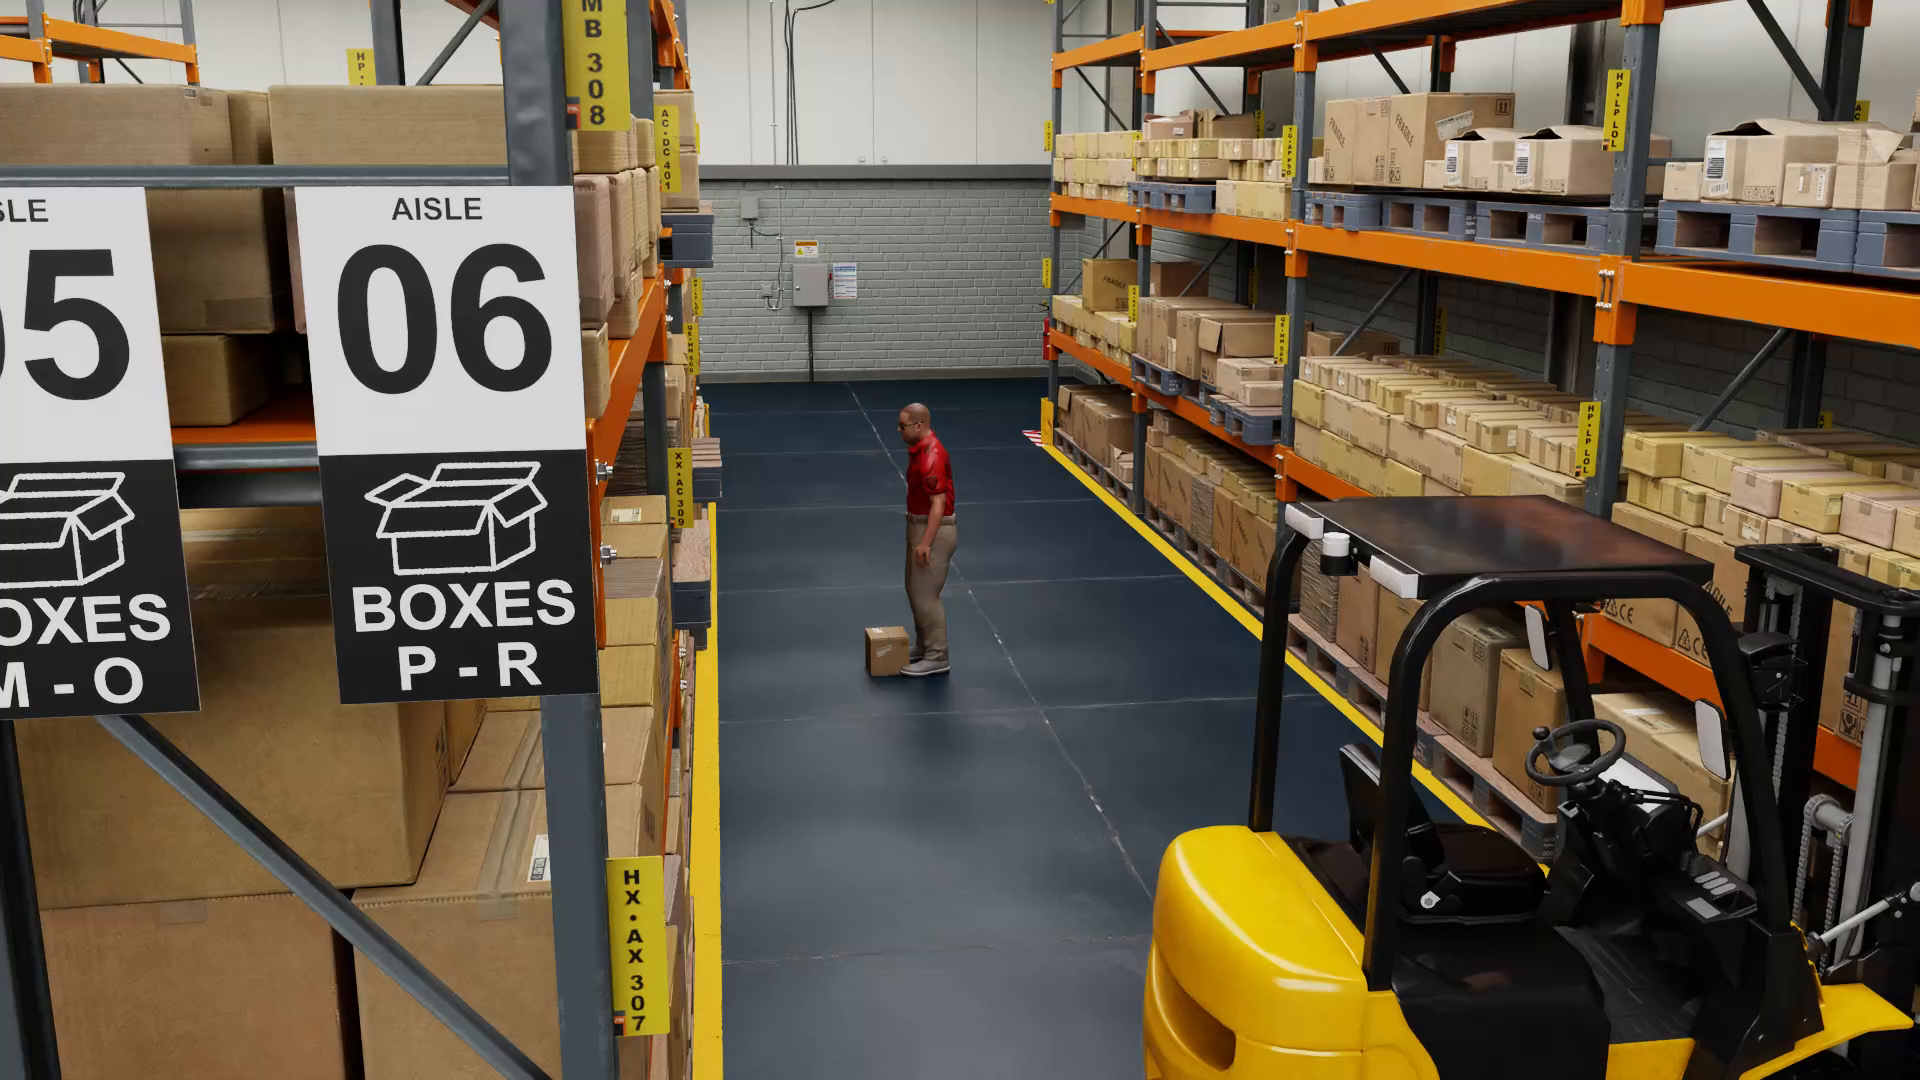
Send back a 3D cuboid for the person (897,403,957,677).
[{"bbox_3d":[-0.223,-0.017,10.587,0.392,1.727,0.585,-2,13,-8],"label":"person"}]
